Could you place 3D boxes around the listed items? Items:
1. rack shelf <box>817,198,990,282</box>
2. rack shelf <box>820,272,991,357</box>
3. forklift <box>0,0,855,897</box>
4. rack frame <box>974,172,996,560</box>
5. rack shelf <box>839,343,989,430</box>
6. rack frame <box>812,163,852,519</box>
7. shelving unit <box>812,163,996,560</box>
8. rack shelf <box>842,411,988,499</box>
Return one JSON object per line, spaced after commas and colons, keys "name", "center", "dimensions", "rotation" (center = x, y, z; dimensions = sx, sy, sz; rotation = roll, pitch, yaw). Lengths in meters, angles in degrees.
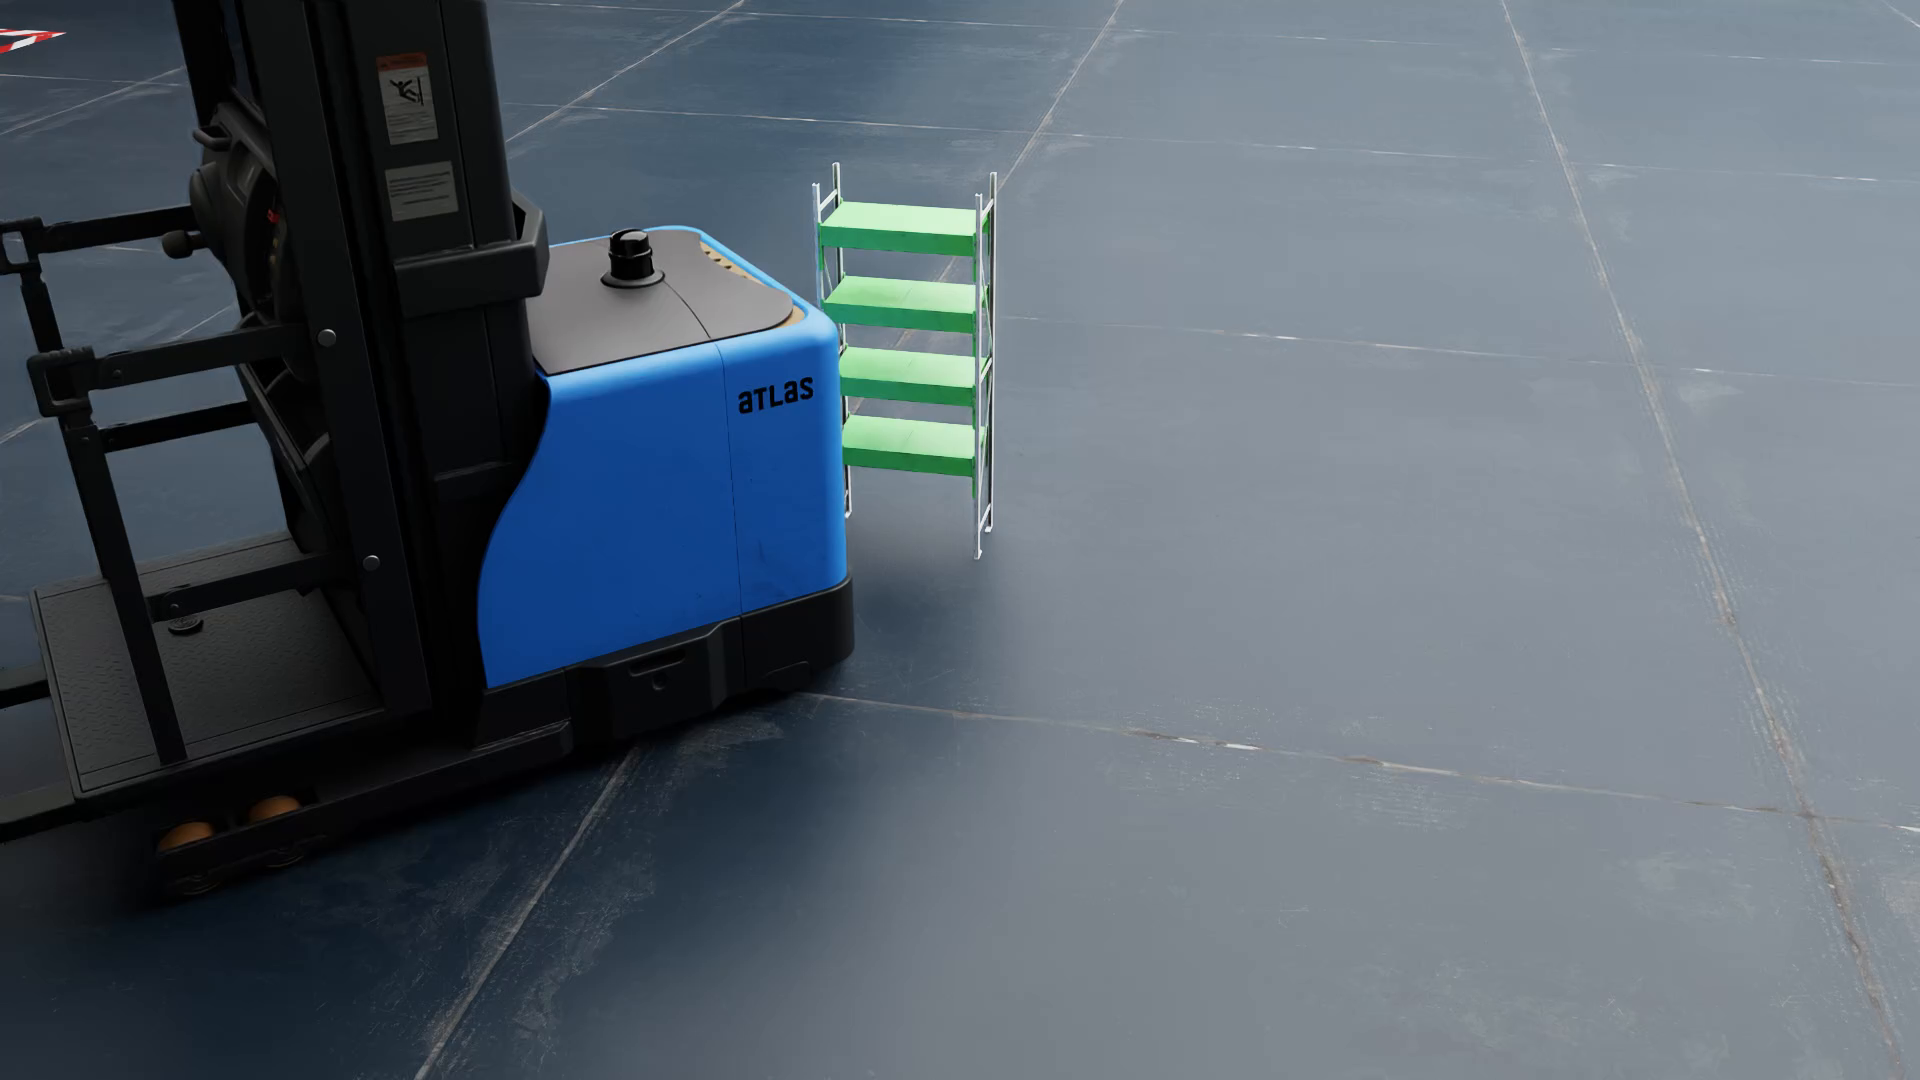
{"name": "rack shelf", "center": [-0.162, -0.908, 5.011], "dimensions": [0.480, 0.148, 0.258], "rotation": [6, 29, 11]}
{"name": "rack shelf", "center": [-0.162, -0.697, 5.126], "dimensions": [0.480, 0.148, 0.258], "rotation": [6, 29, 11]}
{"name": "forklift", "center": [-1.829, -0.738, 3.764], "dimensions": [3.031, 2.935, 1.130], "rotation": [-16, 33, -27]}
{"name": "rack frame", "center": [0.077, -0.518, 5.166], "dimensions": [0.015, 1.200, 0.240], "rotation": [6, 29, 11]}
{"name": "rack shelf", "center": [-0.162, -0.487, 5.241], "dimensions": [0.480, 0.148, 0.258], "rotation": [6, 29, 11]}
{"name": "rack frame", "center": [-0.401, -0.567, 5.255], "dimensions": [0.015, 1.200, 0.240], "rotation": [6, 29, 11]}
{"name": "shelving unit", "center": [-0.162, -0.543, 5.211], "dimensions": [0.503, 1.200, 0.258], "rotation": [6, 29, 11]}
{"name": "rack shelf", "center": [-0.162, -0.276, 5.357], "dimensions": [0.480, 0.148, 0.258], "rotation": [6, 29, 11]}
